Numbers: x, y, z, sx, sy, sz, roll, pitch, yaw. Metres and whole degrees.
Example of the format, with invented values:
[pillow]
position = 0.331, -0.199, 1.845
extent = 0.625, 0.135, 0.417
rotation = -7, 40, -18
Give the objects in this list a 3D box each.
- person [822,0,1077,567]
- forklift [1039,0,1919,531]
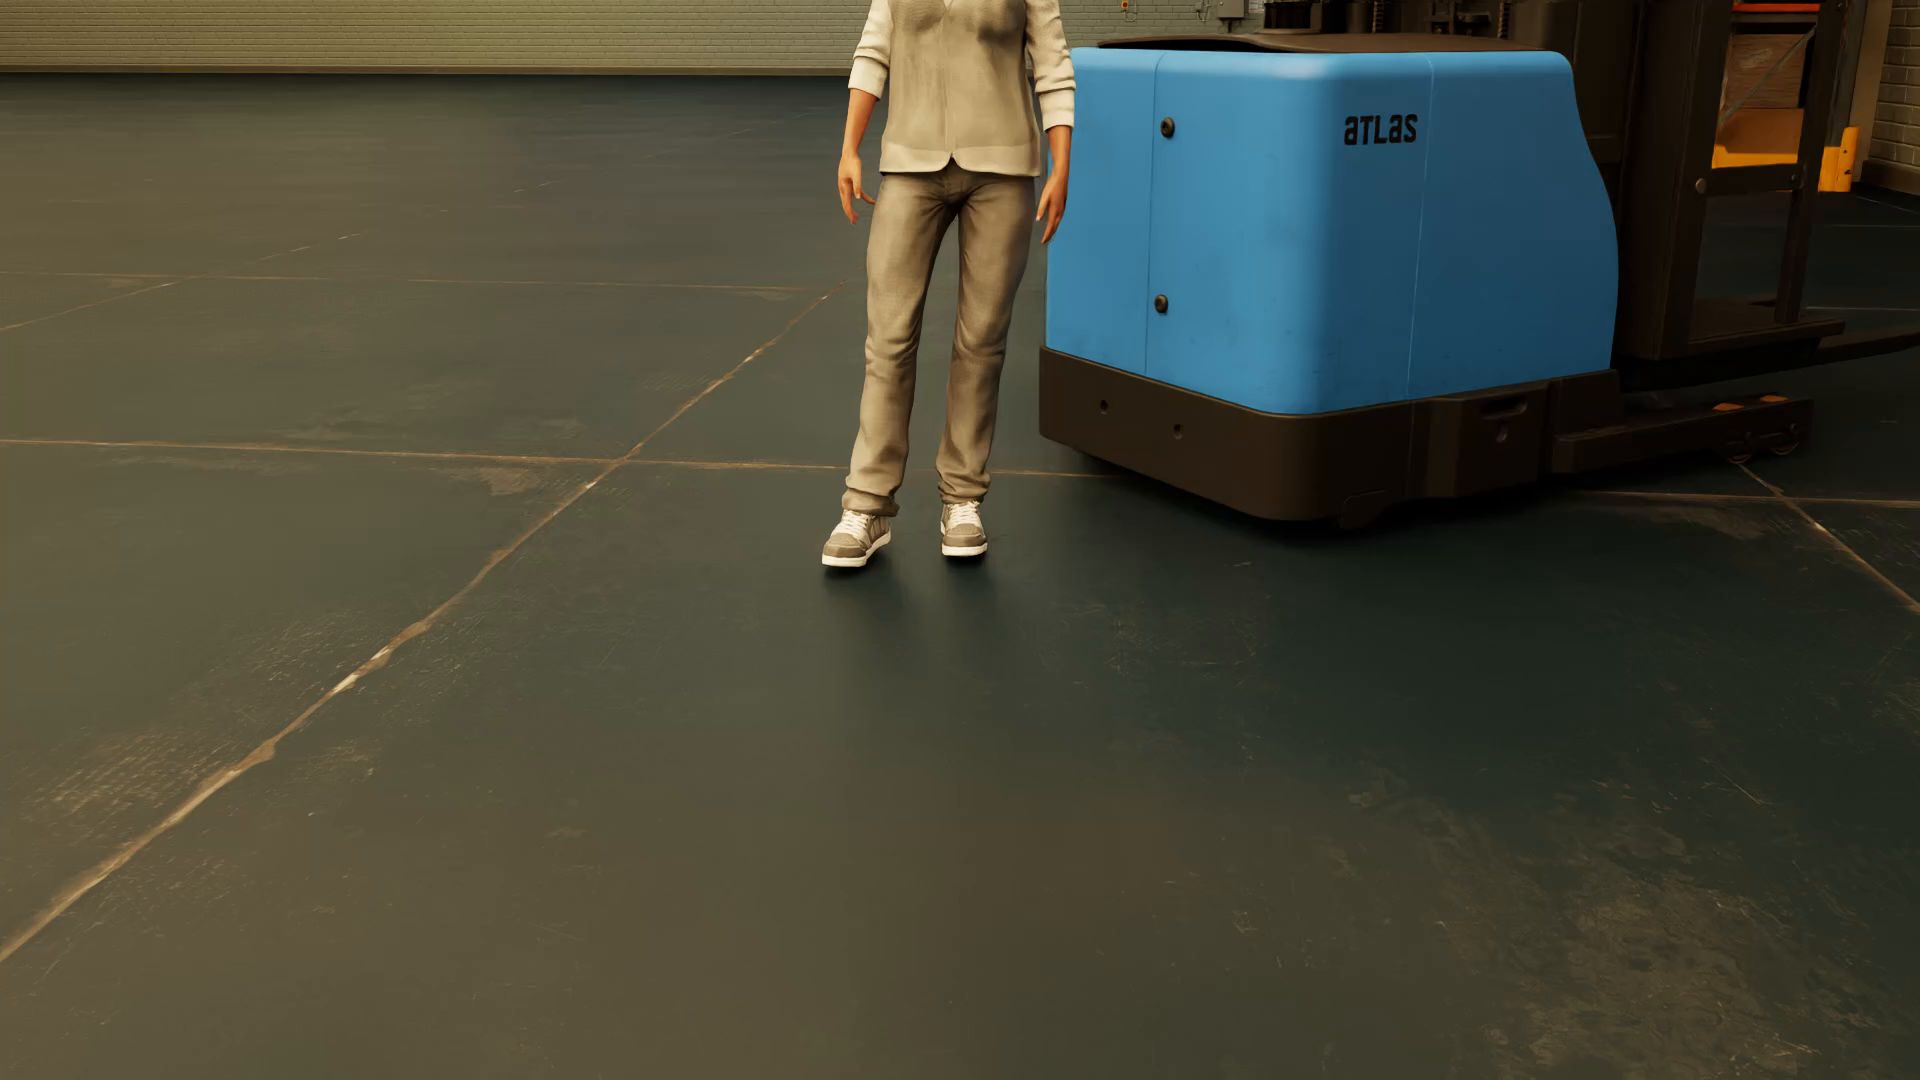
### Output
[person]
position = -0.023, -0.747, 3.516
extent = 0.520, 1.597, 0.475
rotation = 2, 18, 7
[forklift]
position = 1.745, -1.726, 4.425
extent = 3.031, 2.935, 1.130
rotation = -10, 20, -29
